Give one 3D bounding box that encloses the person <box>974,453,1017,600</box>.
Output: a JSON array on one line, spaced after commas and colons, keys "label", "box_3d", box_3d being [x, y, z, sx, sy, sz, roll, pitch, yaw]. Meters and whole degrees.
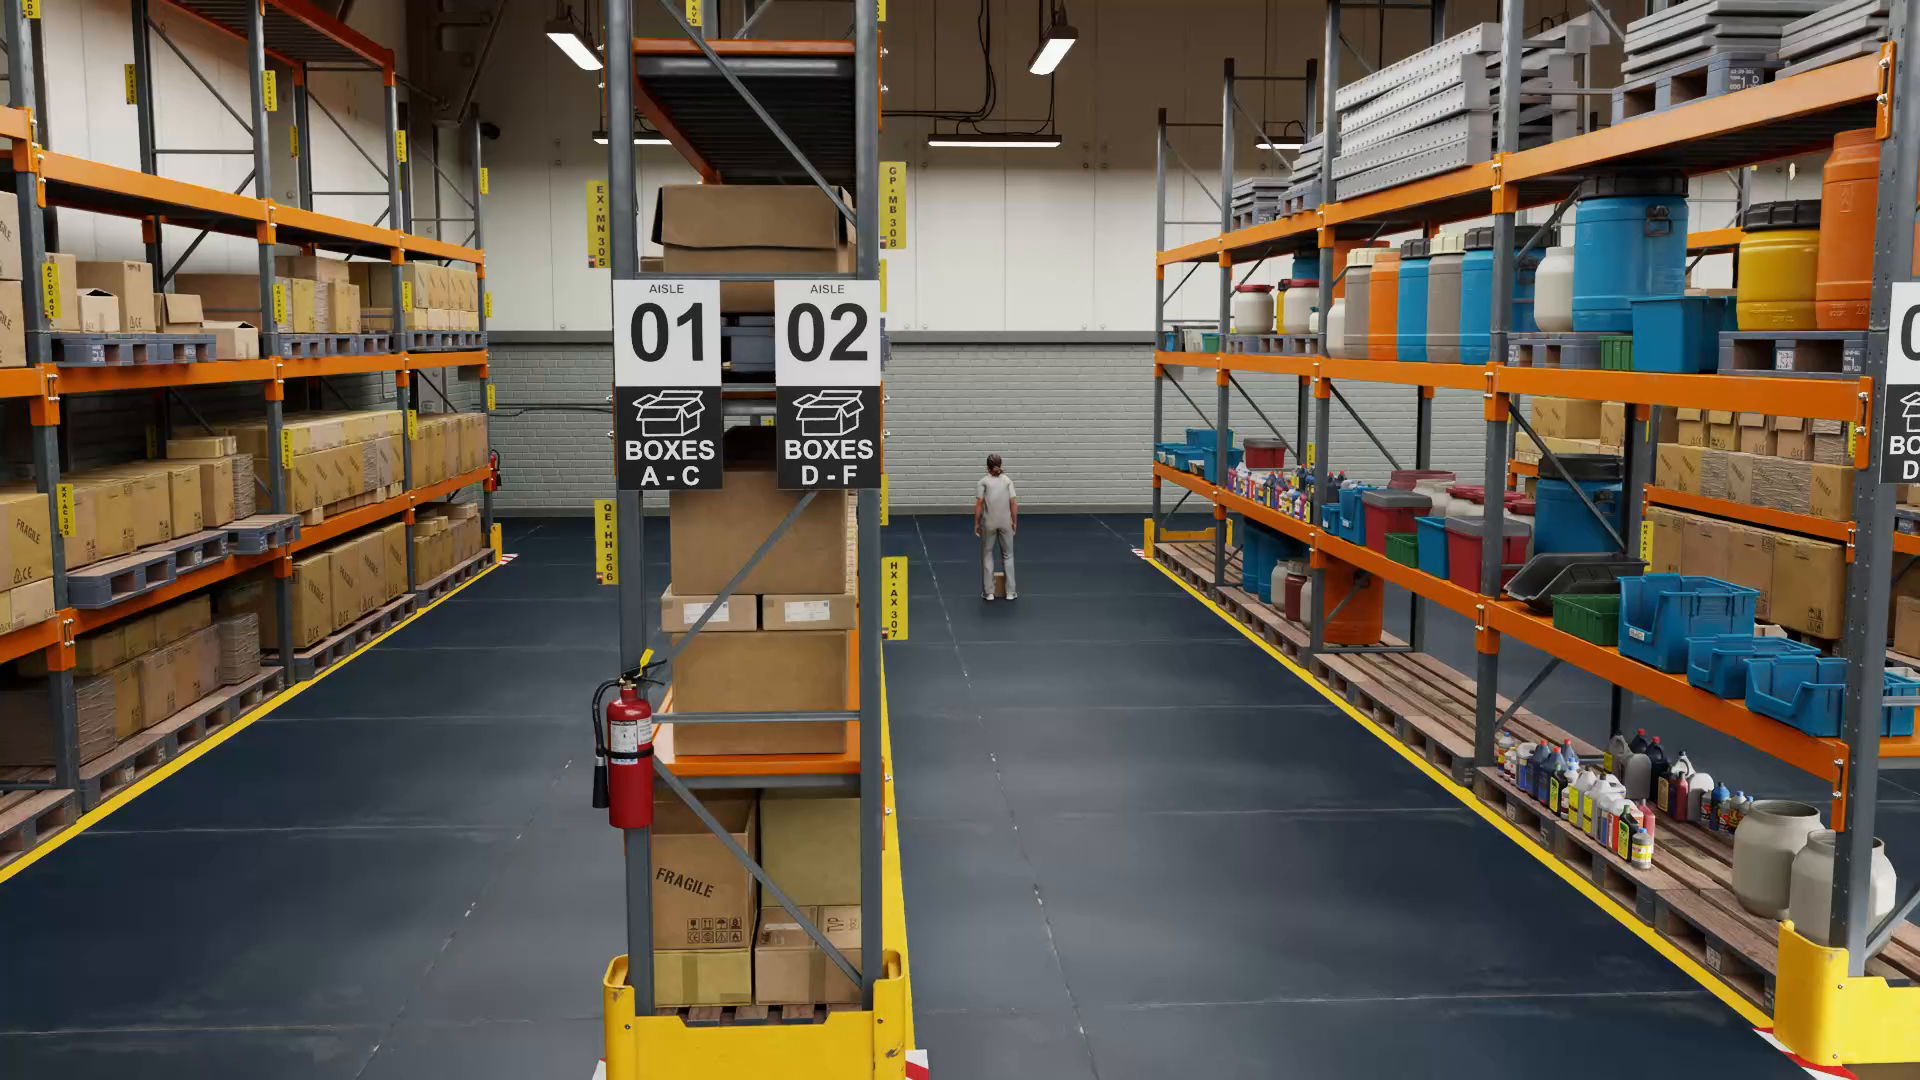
[{"label": "person", "box_3d": [0.418, -0.155, 19.031, 0.513, 1.673, 0.350, -1, 7, -7]}]
